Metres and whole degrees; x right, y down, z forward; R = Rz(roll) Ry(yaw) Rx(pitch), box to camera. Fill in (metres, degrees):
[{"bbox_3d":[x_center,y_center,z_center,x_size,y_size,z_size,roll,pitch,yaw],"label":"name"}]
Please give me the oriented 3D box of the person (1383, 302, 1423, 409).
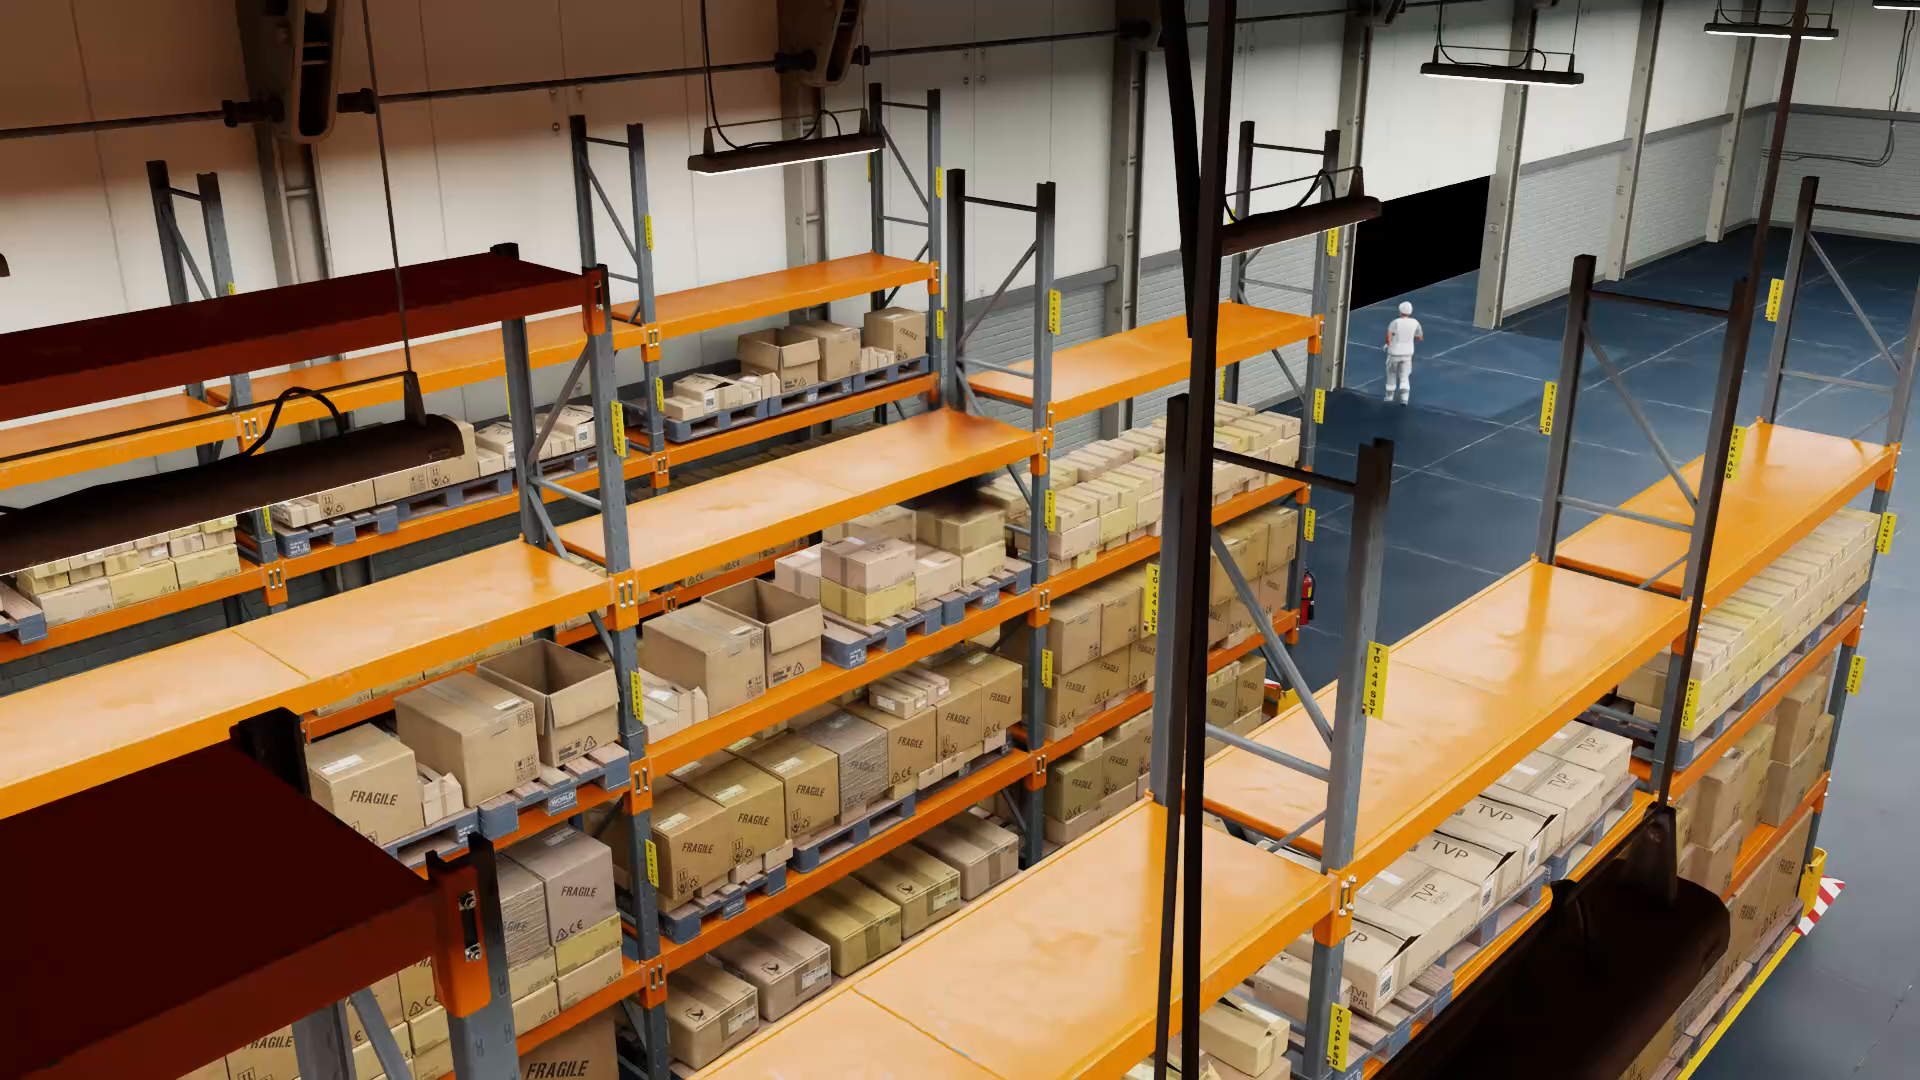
[{"bbox_3d":[7.232,-3.027,27.277,0.654,1.792,0.976,1,21,2],"label":"person"}]
